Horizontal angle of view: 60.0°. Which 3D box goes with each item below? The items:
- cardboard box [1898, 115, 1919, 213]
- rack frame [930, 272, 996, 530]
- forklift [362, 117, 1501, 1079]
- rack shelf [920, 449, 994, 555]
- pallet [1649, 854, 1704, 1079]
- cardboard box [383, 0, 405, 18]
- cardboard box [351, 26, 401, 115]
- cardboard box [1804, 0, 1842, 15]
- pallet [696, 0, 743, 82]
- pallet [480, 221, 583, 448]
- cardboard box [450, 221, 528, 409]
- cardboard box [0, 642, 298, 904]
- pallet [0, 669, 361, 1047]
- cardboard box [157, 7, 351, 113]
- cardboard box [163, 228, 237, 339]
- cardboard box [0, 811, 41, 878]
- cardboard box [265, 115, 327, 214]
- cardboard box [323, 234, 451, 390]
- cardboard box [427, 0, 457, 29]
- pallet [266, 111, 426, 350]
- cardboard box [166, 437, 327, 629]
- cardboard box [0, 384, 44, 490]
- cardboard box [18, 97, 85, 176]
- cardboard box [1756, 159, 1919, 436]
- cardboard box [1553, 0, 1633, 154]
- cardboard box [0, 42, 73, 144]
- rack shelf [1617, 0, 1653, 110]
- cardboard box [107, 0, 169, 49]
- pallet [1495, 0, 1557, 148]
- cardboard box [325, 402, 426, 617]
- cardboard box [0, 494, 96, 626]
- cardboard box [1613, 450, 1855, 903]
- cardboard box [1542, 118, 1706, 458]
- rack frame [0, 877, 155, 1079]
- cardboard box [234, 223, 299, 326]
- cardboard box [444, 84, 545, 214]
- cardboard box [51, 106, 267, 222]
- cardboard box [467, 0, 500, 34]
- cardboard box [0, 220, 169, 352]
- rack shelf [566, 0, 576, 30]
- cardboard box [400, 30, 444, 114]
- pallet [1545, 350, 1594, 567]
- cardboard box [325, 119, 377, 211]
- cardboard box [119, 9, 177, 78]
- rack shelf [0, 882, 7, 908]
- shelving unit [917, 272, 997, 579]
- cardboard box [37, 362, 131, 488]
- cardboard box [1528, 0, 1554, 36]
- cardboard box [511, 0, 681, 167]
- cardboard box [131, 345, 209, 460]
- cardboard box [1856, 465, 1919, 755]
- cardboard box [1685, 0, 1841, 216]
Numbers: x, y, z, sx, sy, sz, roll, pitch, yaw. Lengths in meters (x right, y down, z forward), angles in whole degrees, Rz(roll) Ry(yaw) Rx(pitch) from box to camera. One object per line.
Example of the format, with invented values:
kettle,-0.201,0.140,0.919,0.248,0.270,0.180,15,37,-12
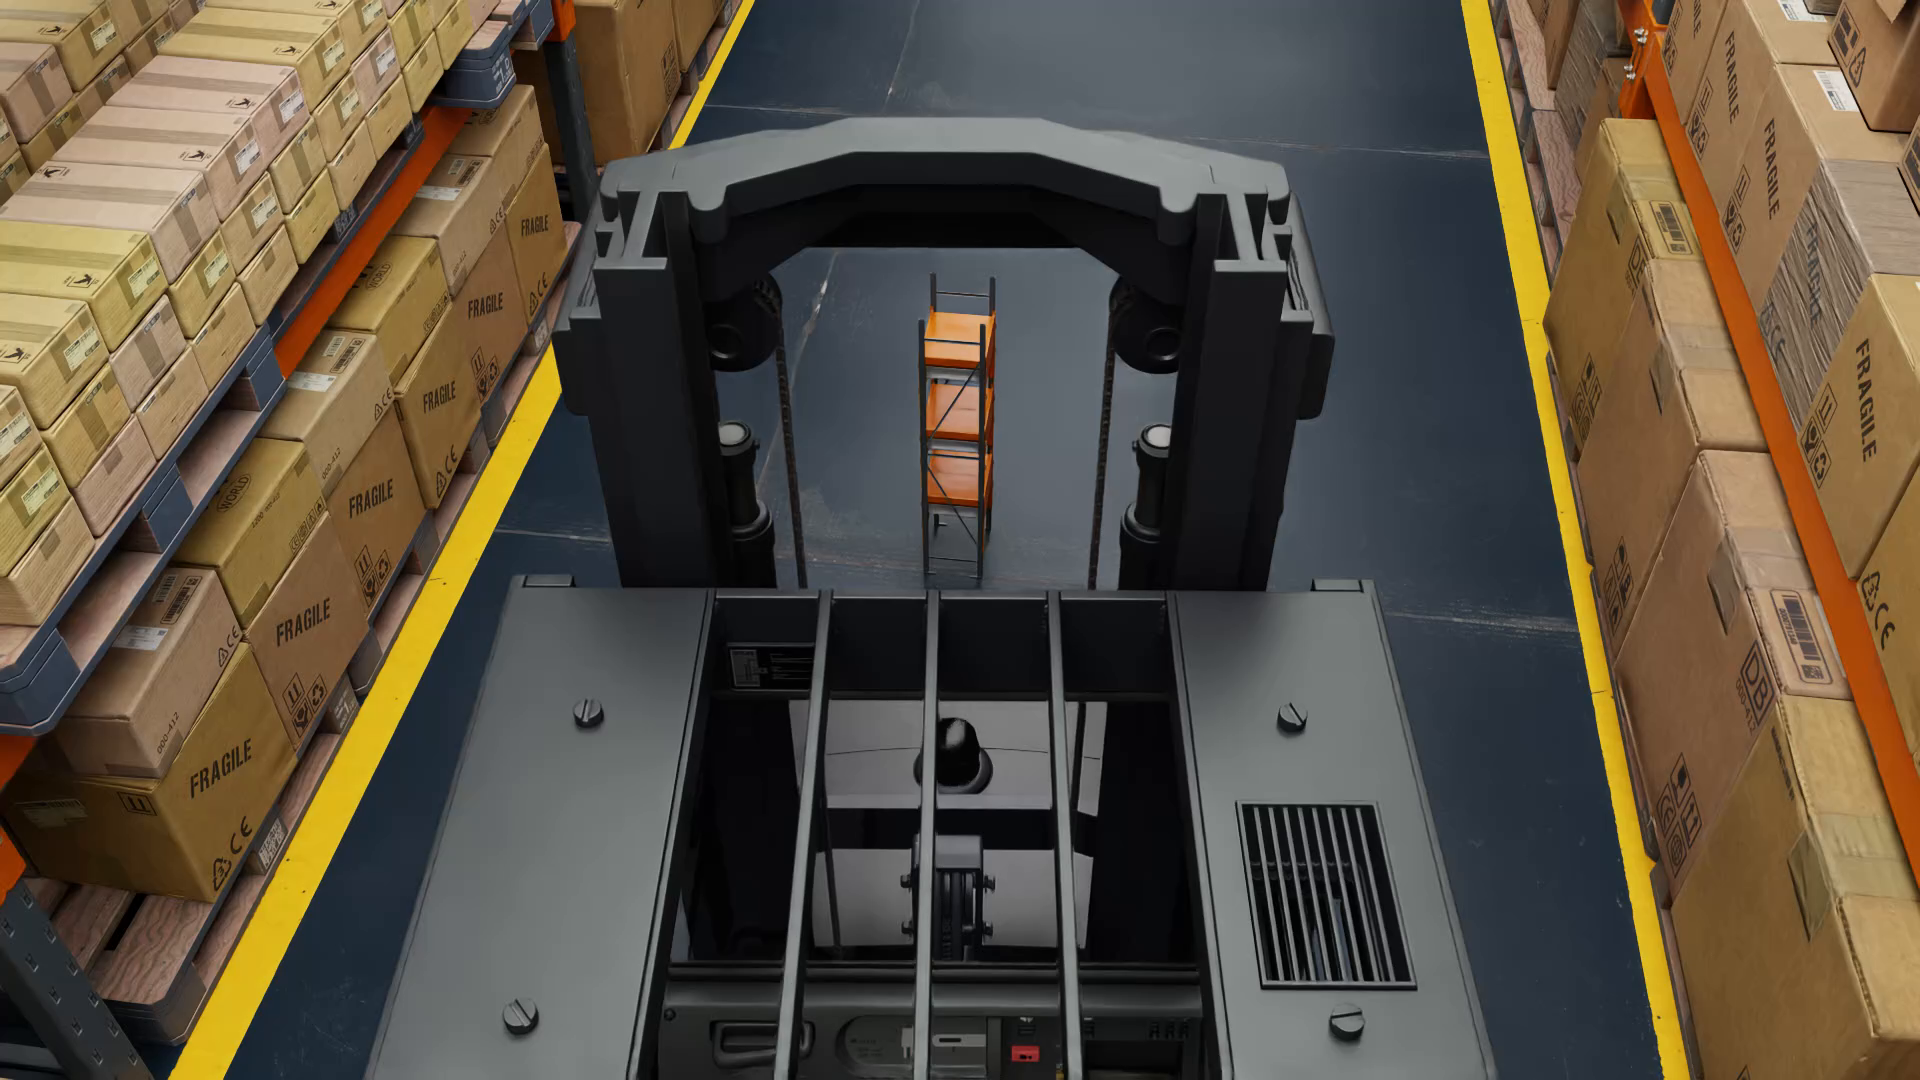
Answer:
cardboard box,2.604,-0.892,3.708,0.797,0.503,0.637,7,44,7
rack frame,0.009,-0.428,5.438,0.200,1.050,0.008,5,44,6
forklift,-0.024,1.001,2.561,1.130,2.935,3.031,0,43,0
rack shelf,-0.007,-0.135,5.549,0.215,0.259,0.240,5,44,6
pallet,2.386,1.316,4.207,1.003,0.211,1.213,5,44,6
cardboard box,-1.765,-1.616,4.719,0.380,0.149,0.250,5,44,6
cardboard box,-1.798,-1.322,4.625,0.380,0.149,0.250,6,44,7
cardboard box,2.775,-1.794,4.660,0.797,0.503,0.637,7,44,7
pallet,-1.673,-2.757,8.508,1.003,0.211,1.213,5,44,6
pallet,-2.120,-0.865,6.510,1.003,0.211,1.213,5,44,6
cardboard box,-1.916,-0.829,5.956,0.500,0.500,0.500,7,44,7
cardboard box,-2.184,0.592,4.456,0.500,0.500,0.500,7,44,7
pallet,-2.443,0.798,4.753,1.003,0.211,1.213,5,44,6
cardboard box,-1.834,-1.253,4.336,0.380,0.149,0.250,6,44,7
cardboard box,-1.936,-0.610,3.873,0.380,0.149,0.250,4,44,4
cardboard box,-2.696,0.544,4.506,0.500,0.500,0.500,4,44,5
cardboard box,-1.868,-0.974,4.258,0.380,0.149,0.250,5,44,5
cardboard box,-1.985,-0.747,5.324,0.500,0.250,0.500,6,44,6
cardboard box,-1.729,-1.669,4.992,0.380,0.149,0.250,5,44,6
pallet,-2.236,-0.987,4.750,1.003,0.211,1.213,5,44,6
cardboard box,-2.117,-0.043,4.581,0.500,0.250,0.500,6,44,7
cardboard box,-2.036,-0.188,3.211,0.380,0.149,0.250,7,44,8
cardboard box,-2.517,-1.041,4.328,0.380,0.149,0.250,5,44,6
cardboard box,2.356,-0.578,4.106,0.500,0.500,0.500,5,44,6
cardboard box,3.017,-1.980,7.157,0.700,0.500,0.500,2,43,2
cardboard box,-2.511,-1.140,4.217,0.380,0.149,0.250,3,44,4
rack shelf,3.152,-2.992,7.251,1.077,0.370,4.000,5,44,6
cardboard box,-2.441,-1.494,4.590,0.380,0.149,0.250,6,44,7
pallet,3.156,-2.239,7.961,1.003,0.211,1.213,5,44,6
cardboard box,-2.059,-0.127,5.215,0.500,0.500,0.500,6,44,6
cardboard box,-2.036,0.028,3.416,0.380,0.149,0.250,3,44,3
cardboard box,2.541,0.408,4.377,1.225,0.875,0.875,4,44,4
cardboard box,2.776,-0.802,5.656,1.225,0.875,0.875,3,44,4
rack frame,-2.541,0.317,3.234,0.949,2.616,0.053,5,44,6
cardboard box,-1.901,-0.675,4.159,0.380,0.149,0.250,3,44,4
cardboard box,-1.846,-1.437,6.053,0.500,0.250,0.500,4,44,5
cardboard box,-1.900,-0.897,3.960,0.380,0.149,0.250,5,44,5
cardboard box,-1.693,-1.749,5.292,0.380,0.149,0.250,6,44,6
cardboard box,-1.969,-0.553,3.596,0.380,0.149,0.250,6,44,6
rack shelf,-1.751,-3.511,7.800,1.077,0.370,4.000,5,44,6
cardboard box,-1.764,-1.395,4.919,0.380,0.149,0.250,3,44,4
pallet,2.709,-0.347,5.963,1.003,0.211,1.213,5,44,6
cardboard box,-1.832,-1.033,4.537,0.380,0.149,0.250,3,44,4
cardboard box,-2.447,-1.390,4.697,0.380,0.149,0.250,5,44,5
rack shelf,-2.809,1.941,2.042,1.077,0.370,4.000,5,44,6
shelving unit,-0.007,-0.345,5.351,0.215,1.050,0.252,5,44,6
cardboard box,-2.004,-0.256,3.500,0.380,0.149,0.250,4,44,5
cardboard box,3.159,-2.747,7.967,0.700,0.500,0.500,2,43,2
cardboard box,-1.846,-2.152,7.172,1.050,0.750,0.750,5,44,5
cardboard box,-1.968,-0.331,3.795,0.380,0.149,0.250,6,44,6
cardboard box,2.222,0.120,3.369,0.500,0.500,0.500,7,44,7
cardboard box,2.488,-1.268,4.835,0.500,0.500,0.500,4,44,4
